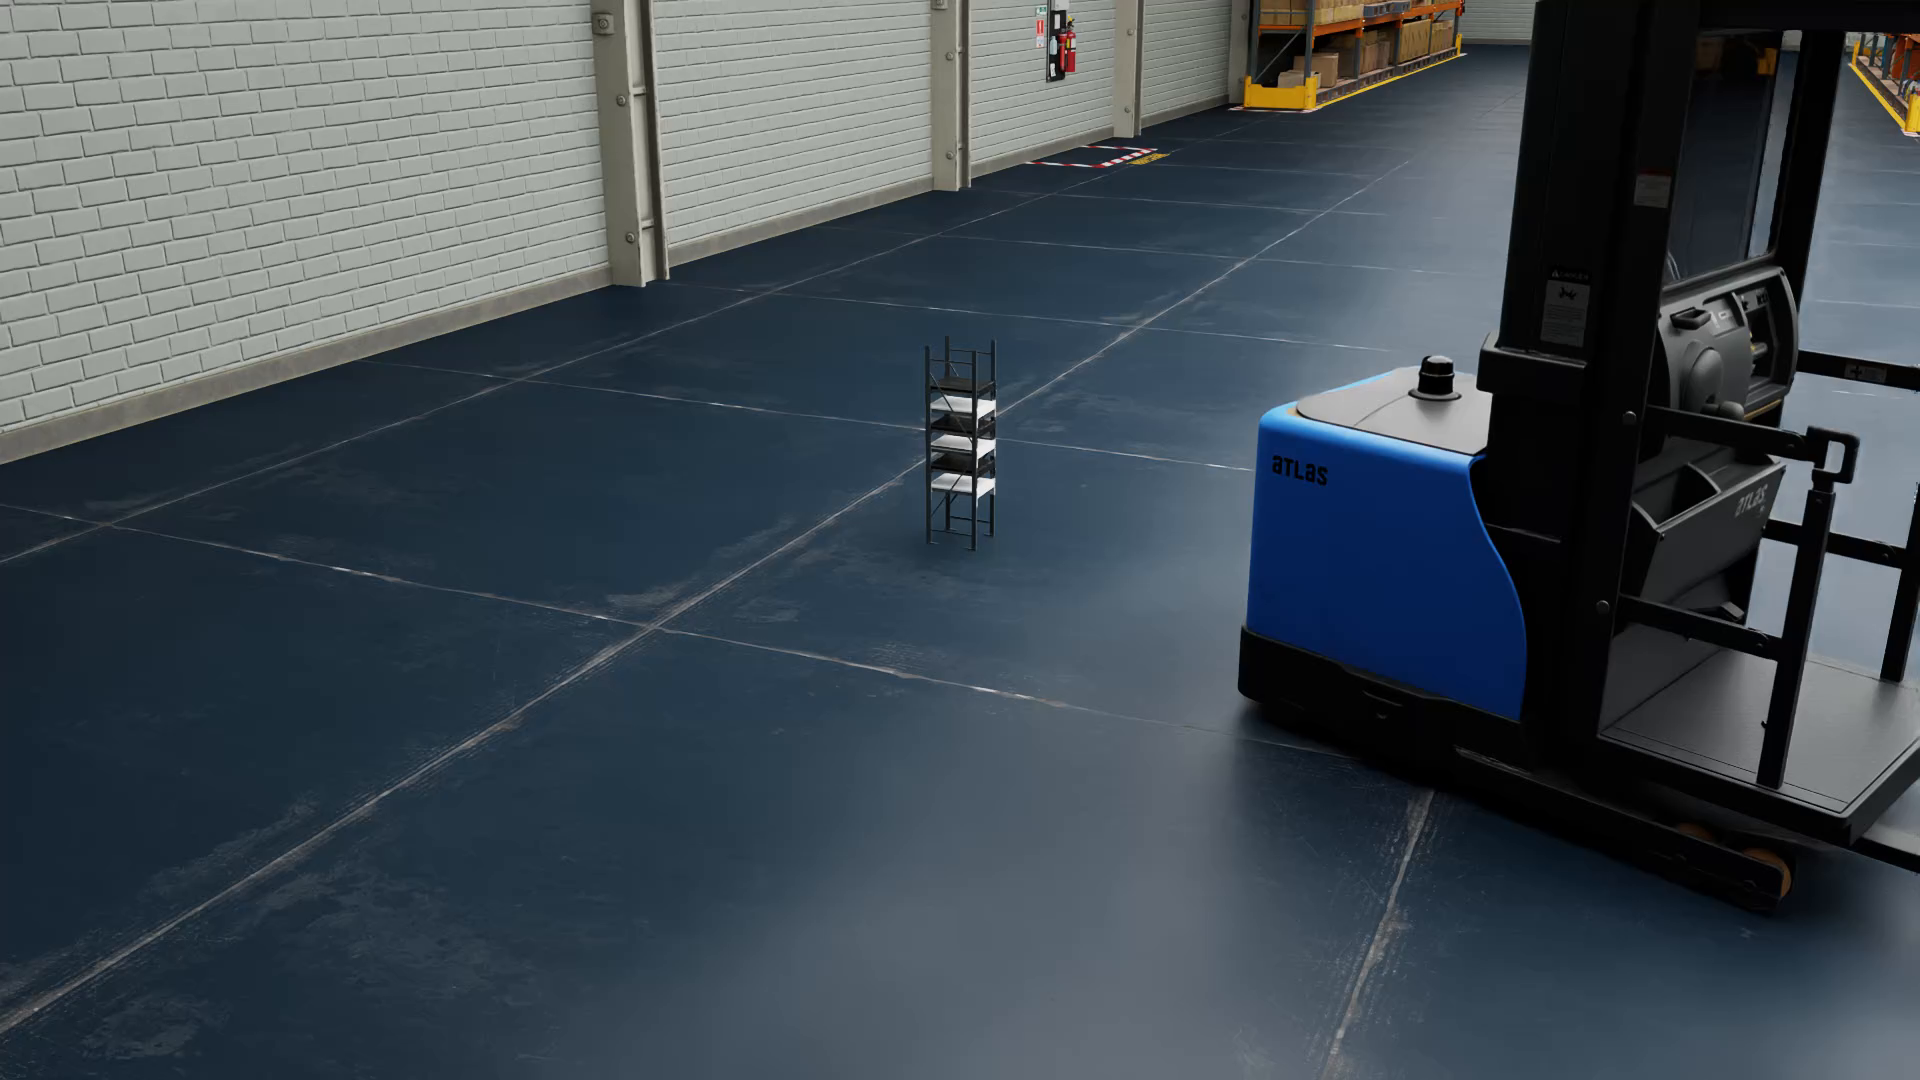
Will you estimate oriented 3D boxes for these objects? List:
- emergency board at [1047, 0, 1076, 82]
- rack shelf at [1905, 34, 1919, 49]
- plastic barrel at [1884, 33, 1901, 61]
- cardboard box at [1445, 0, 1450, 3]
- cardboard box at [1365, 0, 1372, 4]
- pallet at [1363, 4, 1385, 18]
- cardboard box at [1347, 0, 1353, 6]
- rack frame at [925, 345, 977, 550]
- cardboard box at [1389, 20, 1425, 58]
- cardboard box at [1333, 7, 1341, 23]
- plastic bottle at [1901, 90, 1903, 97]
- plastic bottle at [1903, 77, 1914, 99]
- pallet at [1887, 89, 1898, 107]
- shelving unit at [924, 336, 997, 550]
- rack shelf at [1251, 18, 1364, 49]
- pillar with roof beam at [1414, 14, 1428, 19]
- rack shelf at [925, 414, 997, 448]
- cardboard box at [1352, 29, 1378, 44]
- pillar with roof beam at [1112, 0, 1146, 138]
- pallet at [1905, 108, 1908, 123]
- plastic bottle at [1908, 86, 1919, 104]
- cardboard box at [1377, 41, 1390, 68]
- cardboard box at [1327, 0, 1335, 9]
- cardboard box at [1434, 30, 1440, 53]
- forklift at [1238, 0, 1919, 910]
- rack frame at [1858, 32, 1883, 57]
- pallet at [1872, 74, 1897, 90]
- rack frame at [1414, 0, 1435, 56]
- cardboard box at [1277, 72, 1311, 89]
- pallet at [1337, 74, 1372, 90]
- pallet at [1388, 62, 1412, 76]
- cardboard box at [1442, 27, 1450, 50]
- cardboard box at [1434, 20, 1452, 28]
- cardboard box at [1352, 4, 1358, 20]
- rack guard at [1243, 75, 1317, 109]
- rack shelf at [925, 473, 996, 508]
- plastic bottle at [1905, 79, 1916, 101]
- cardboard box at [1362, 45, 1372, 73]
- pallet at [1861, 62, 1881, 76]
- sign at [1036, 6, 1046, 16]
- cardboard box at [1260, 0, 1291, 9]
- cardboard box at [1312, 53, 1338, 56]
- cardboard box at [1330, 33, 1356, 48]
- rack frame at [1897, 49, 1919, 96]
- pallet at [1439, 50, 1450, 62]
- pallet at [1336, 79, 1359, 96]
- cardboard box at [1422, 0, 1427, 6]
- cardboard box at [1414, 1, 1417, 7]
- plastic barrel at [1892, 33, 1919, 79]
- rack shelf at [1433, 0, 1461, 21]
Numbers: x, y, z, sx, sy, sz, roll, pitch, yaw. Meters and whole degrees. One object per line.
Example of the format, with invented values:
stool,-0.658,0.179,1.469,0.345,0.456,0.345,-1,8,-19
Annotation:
emergency board,1.311,-6.398,20.982,0.194,1.169,0.643,9,21,23
rack shelf,15.174,-7.563,25.331,1.077,0.370,4.000,9,21,23
plastic barrel,18.741,-9.787,33.018,0.600,0.901,0.708,9,21,23
cardboard box,11.061,-13.069,39.293,0.980,0.700,0.700,7,21,20
cardboard box,7.430,-10.448,31.564,0.700,0.500,0.500,11,22,28
pallet,7.401,-9.996,31.385,1.003,0.211,1.213,9,21,23
cardboard box,6.628,-9.672,29.263,0.500,0.500,0.500,8,21,21
rack frame,-0.038,-0.395,7.238,0.240,0.900,0.006,9,21,23
cardboard box,9.722,-11.014,36.545,0.750,0.750,0.750,9,22,24
cardboard box,6.220,-9.010,28.520,0.500,0.250,0.500,8,21,22
plastic bottle,15.380,-7.302,27.045,0.097,0.201,0.097,0,20,0
plastic bottle,15.207,-7.225,26.604,0.144,0.351,0.185,8,21,20
pallet,16.279,-7.445,28.087,1.003,0.211,1.213,9,21,23
shelving unit,0.003,-0.426,7.325,0.258,0.900,0.210,9,21,23
rack shelf,6.136,-8.922,29.154,1.077,0.370,4.000,9,21,23
pillar with roof beam,16.113,-16.721,41.055,9.100,9.000,0.400,9,21,23
rack shelf,0.003,-0.480,7.306,0.258,0.077,0.200,9,21,23
cardboard box,8.055,-10.085,33.305,0.500,0.250,0.500,9,21,24
pillar with roof beam,6.285,-9.384,20.426,9.100,9.000,0.400,9,21,23
pallet,14.681,-6.254,24.738,1.003,0.211,1.213,9,21,23
plastic bottle,14.836,-6.909,25.828,0.152,0.276,0.135,9,21,23
cardboard box,8.346,-9.897,33.897,0.700,0.500,0.500,9,21,23
cardboard box,5.998,-9.196,27.925,0.500,0.500,0.500,9,21,23
cardboard box,10.839,-11.706,39.011,0.700,0.500,0.500,8,21,22
forklift,2.362,-0.555,4.656,1.130,2.935,3.031,-18,27,-42
rack frame,20.907,-12.181,37.245,1.000,3.000,0.127,9,21,23
pallet,17.916,-8.669,31.529,1.003,0.211,1.213,9,21,23
rack frame,10.231,-12.318,37.629,1.000,3.000,0.127,9,21,23
cardboard box,5.682,-7.789,28.251,0.500,0.311,0.500,6,20,17
pallet,7.272,-8.797,31.889,1.003,0.211,1.213,9,21,23
pallet,8.985,-10.012,35.306,1.003,0.211,1.213,9,21,23
cardboard box,11.469,-12.180,40.345,0.700,0.500,0.500,8,21,23
cardboard box,11.683,-12.496,40.266,0.380,0.149,0.250,9,22,24
cardboard box,6.826,-9.474,29.825,0.500,0.250,0.500,9,21,23
rack guard,5.348,-7.495,27.798,1.175,0.500,0.348,9,21,23
rack shelf,0.003,-0.225,7.396,0.258,0.077,0.200,9,21,23
plastic bottle,15.033,-7.095,26.239,0.144,0.351,0.185,8,21,22
cardboard box,7.653,-9.445,32.623,0.700,0.500,0.500,9,21,23
pallet,19.535,-9.875,34.921,1.003,0.211,1.213,9,21,23
sign,1.000,-6.510,20.453,0.001,0.109,0.331,9,21,23
cardboard box,5.316,-9.115,27.697,0.500,0.500,0.500,8,21,22
cardboard box,6.566,-8.579,30.190,0.500,0.500,0.500,7,21,19
cardboard box,7.418,-9.618,31.991,0.500,0.250,0.500,8,21,22
rack frame,15.993,-8.513,26.930,1.000,3.000,0.127,9,21,23
pallet,11.112,-11.600,39.772,1.003,0.211,1.213,9,21,23
pallet,6.712,-8.348,30.628,1.003,0.211,1.213,9,21,23
cardboard box,10.067,-11.825,36.587,0.380,0.149,0.250,9,21,23
cardboard box,9.671,-11.605,35.969,0.380,0.149,0.250,9,22,24
plastic barrel,17.816,-9.063,31.088,0.600,0.830,0.708,9,21,23
rack shelf,11.050,-12.590,39.468,1.077,0.370,4.000,9,21,23
